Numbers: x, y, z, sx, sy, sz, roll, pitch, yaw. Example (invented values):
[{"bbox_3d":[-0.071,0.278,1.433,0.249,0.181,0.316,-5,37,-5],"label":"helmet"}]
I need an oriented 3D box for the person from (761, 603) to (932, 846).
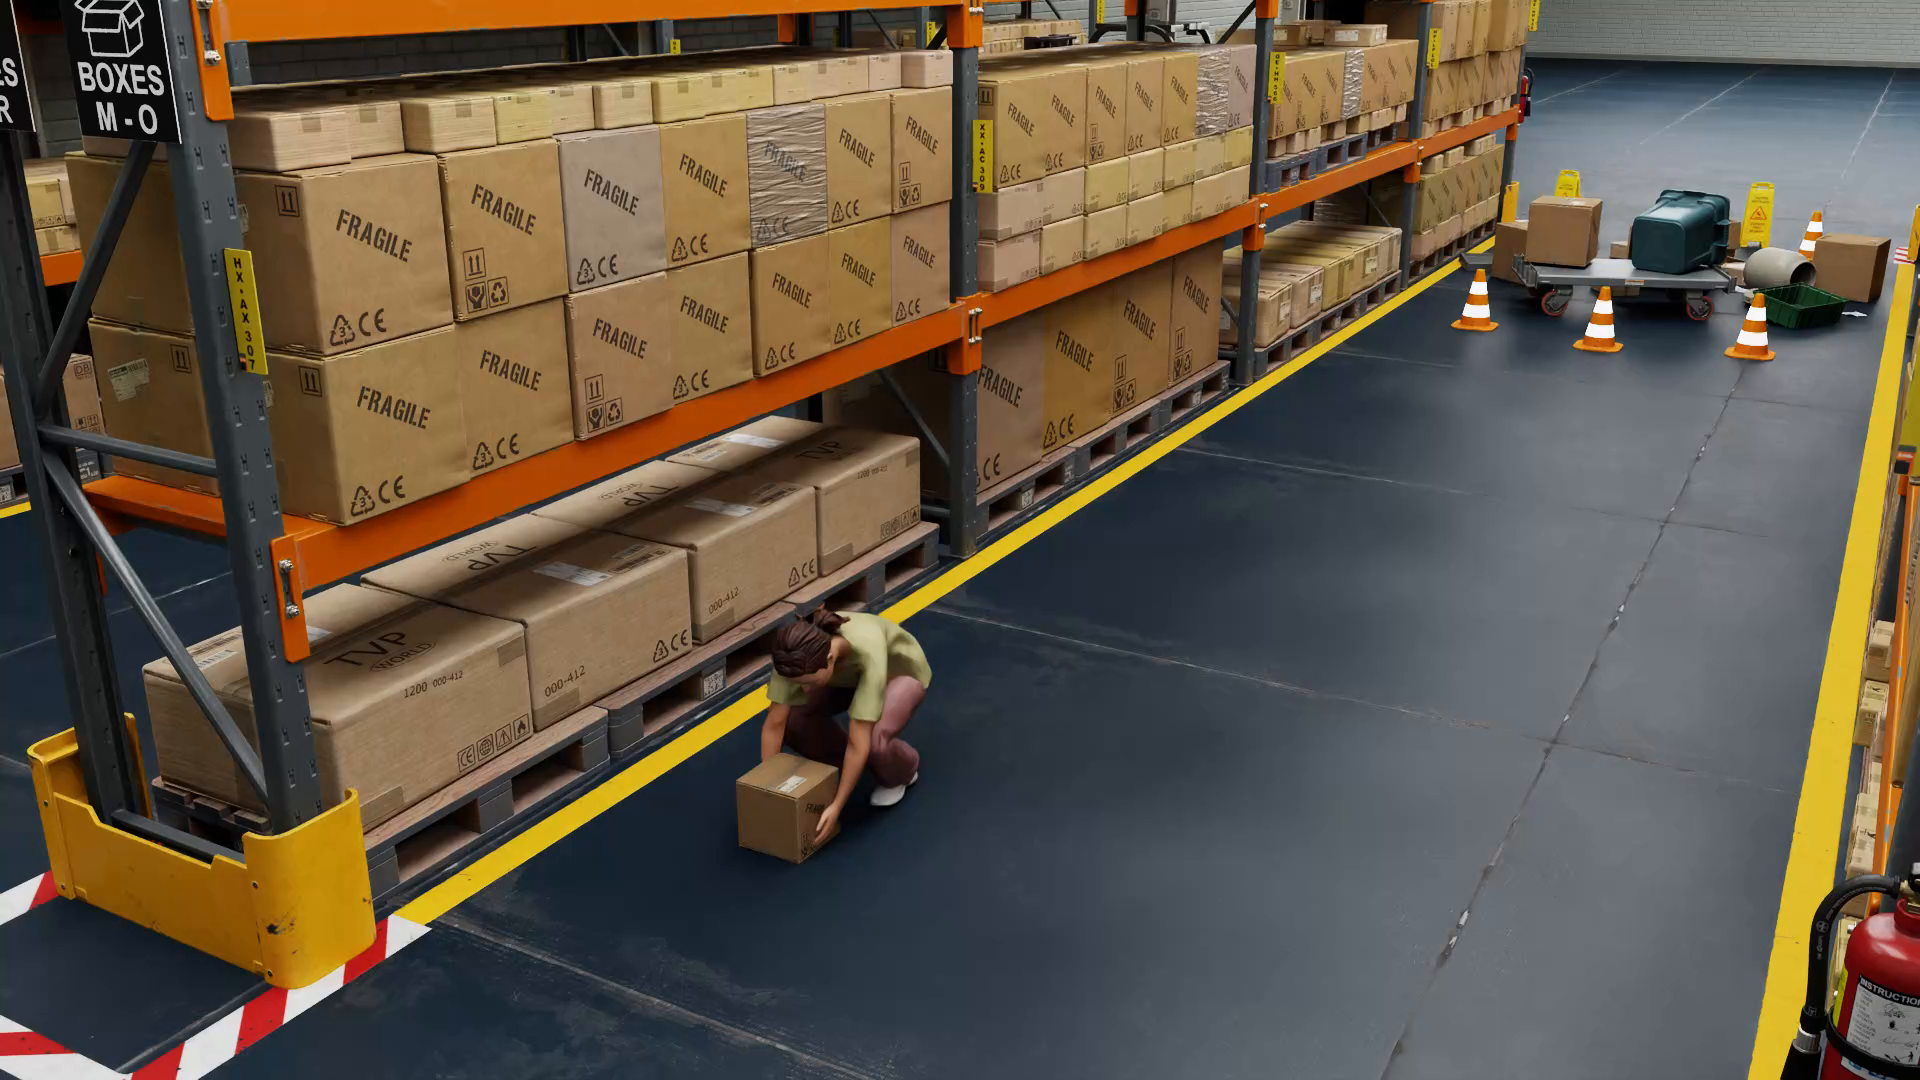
[{"bbox_3d":[-0.400,0.556,5.809,0.469,0.807,0.805,11,22,29],"label":"person"}]
